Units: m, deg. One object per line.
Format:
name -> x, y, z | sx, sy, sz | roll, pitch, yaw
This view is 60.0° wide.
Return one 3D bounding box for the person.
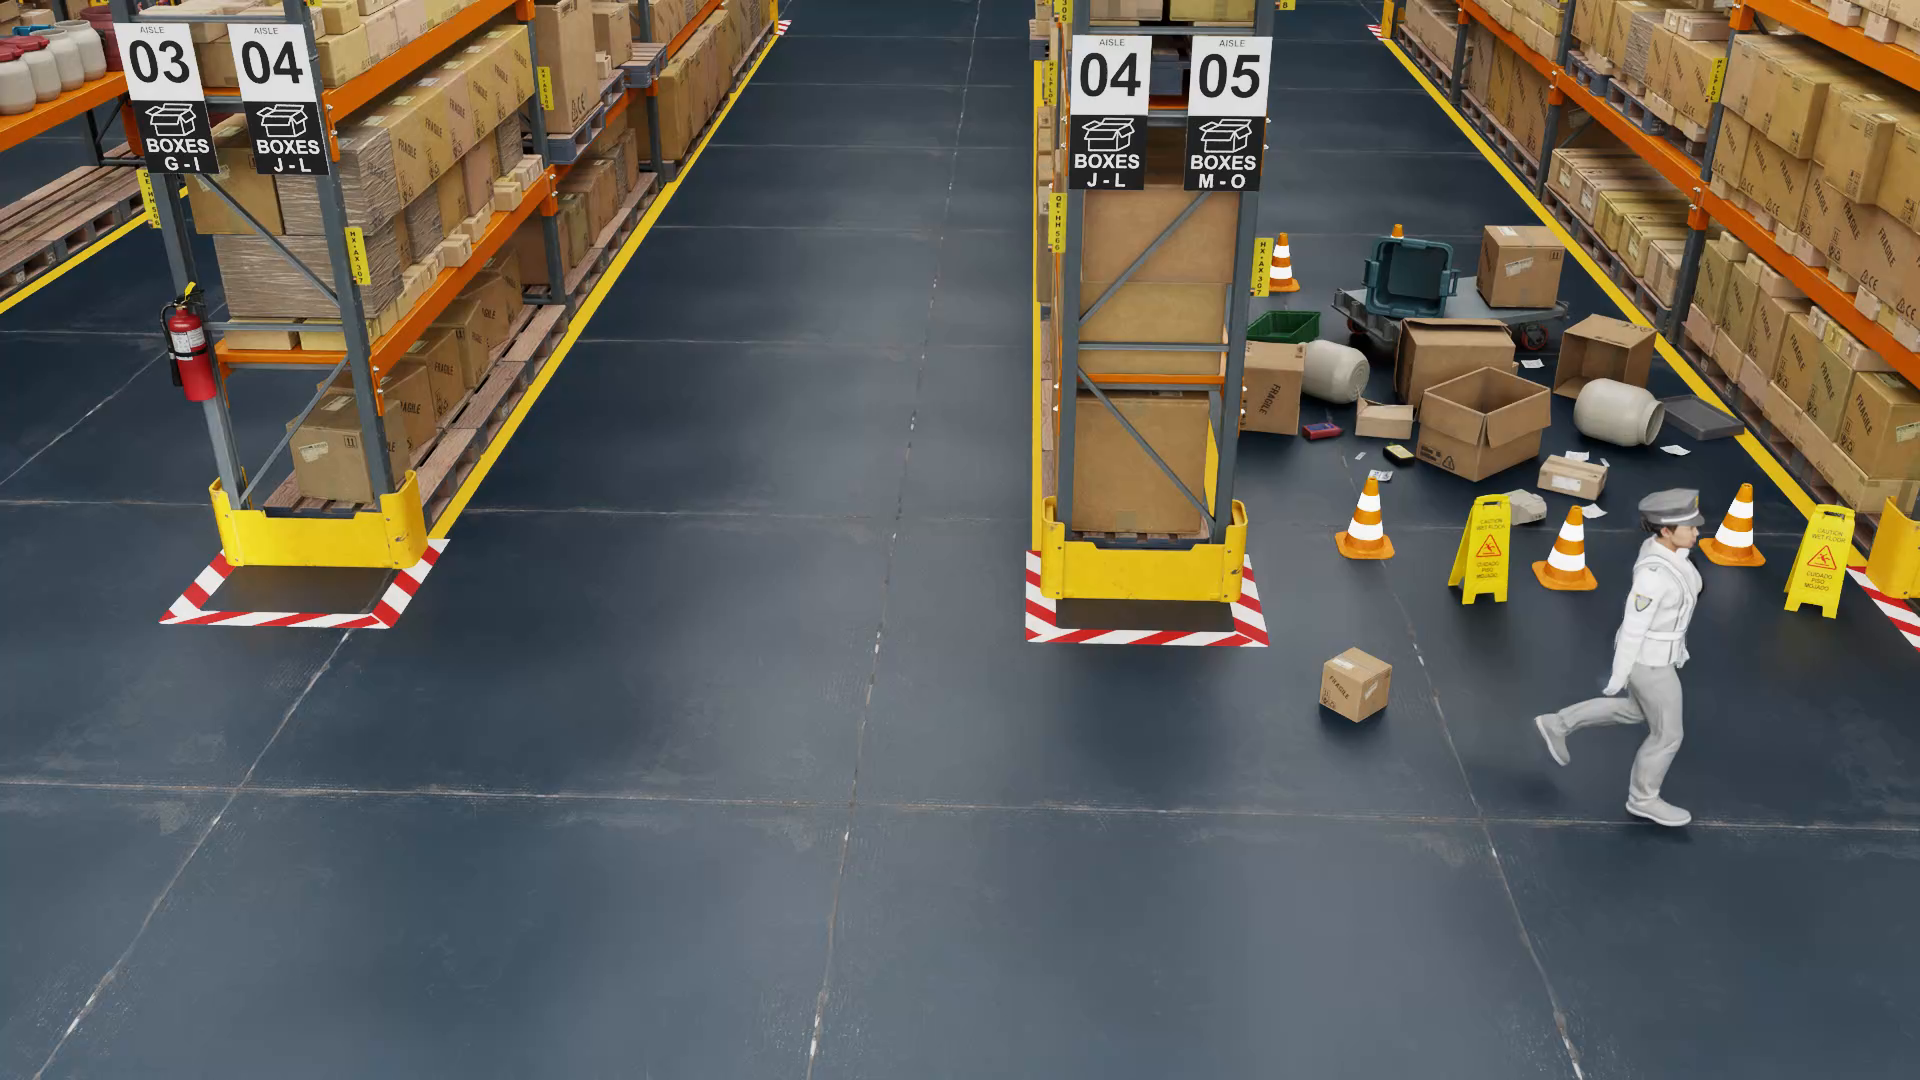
person -> 3.111, 0.497, 7.623 | 0.770, 1.655, 0.486 | 13, 31, 23
